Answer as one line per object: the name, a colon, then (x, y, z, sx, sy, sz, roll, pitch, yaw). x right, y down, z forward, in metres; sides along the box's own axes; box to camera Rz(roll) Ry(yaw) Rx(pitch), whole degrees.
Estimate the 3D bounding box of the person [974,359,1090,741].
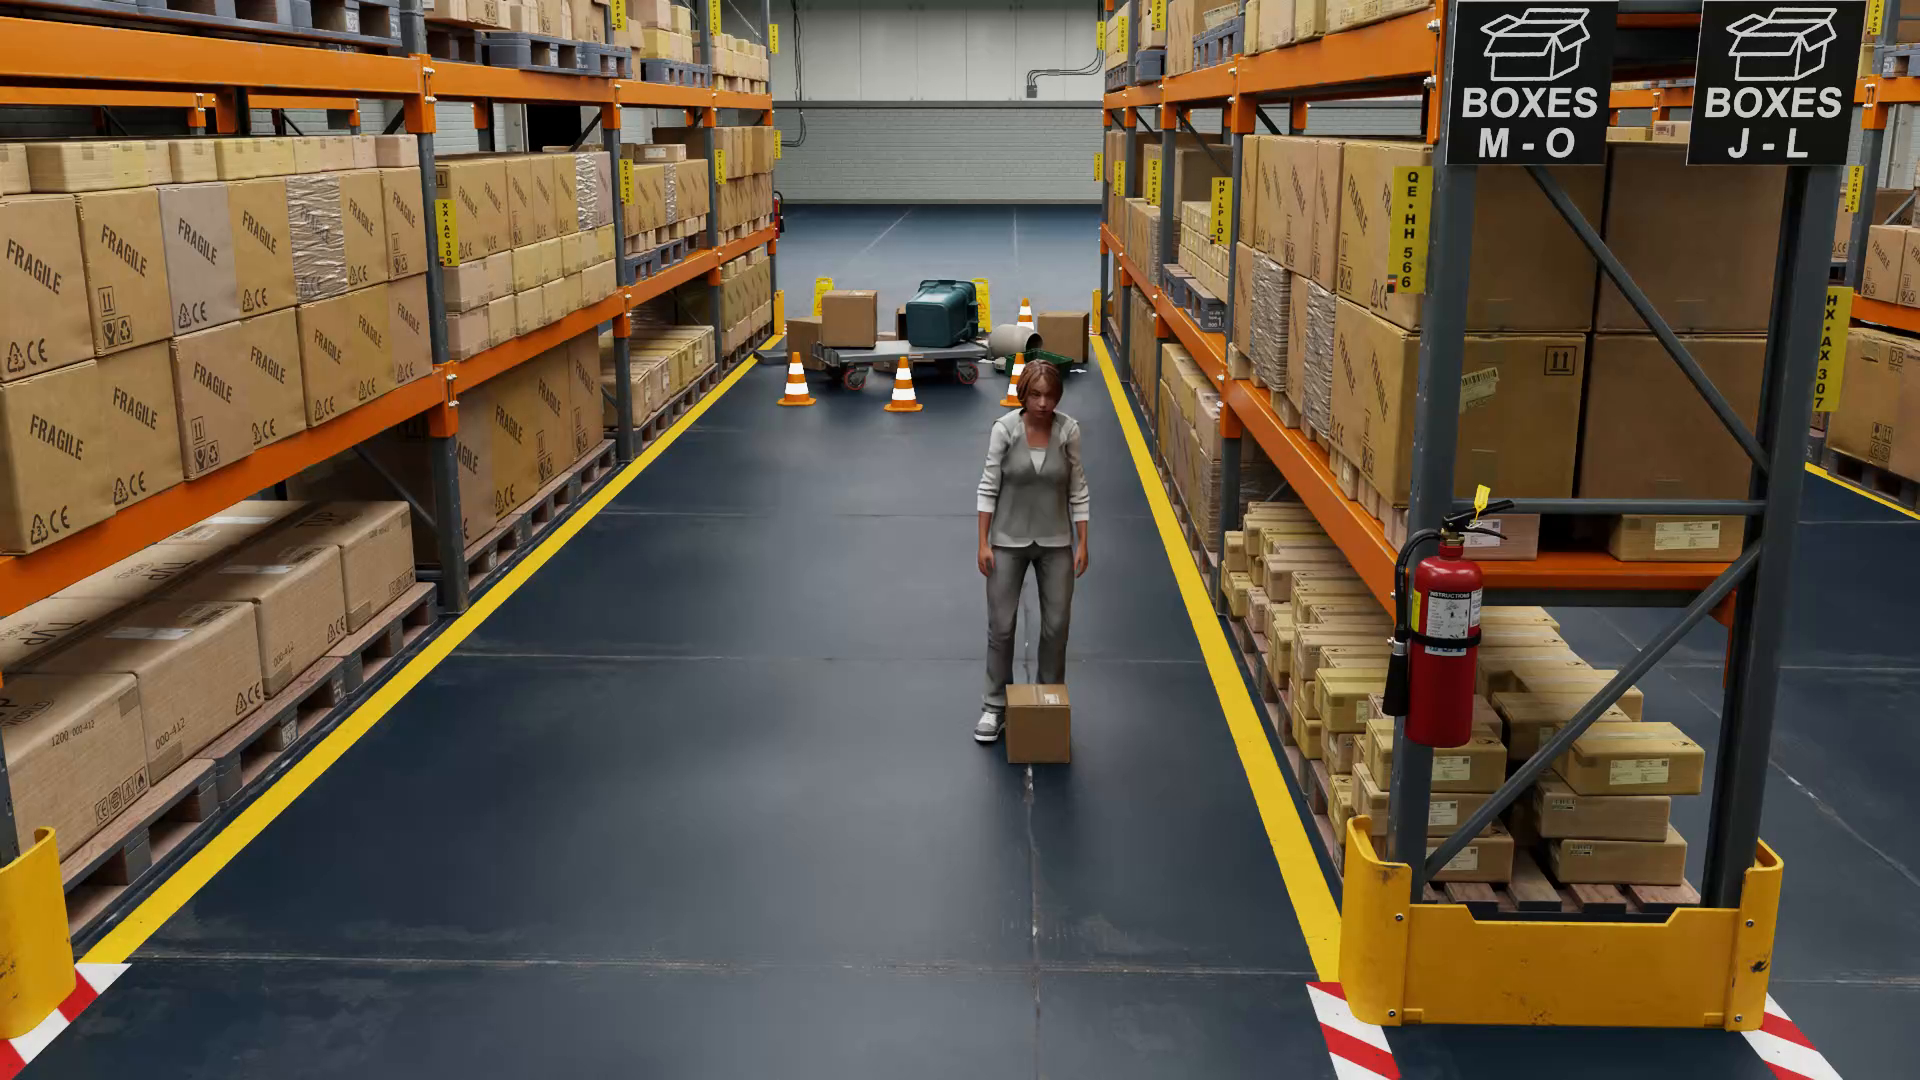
person: (0.297, 0.041, 6.863, 0.479, 1.593, 0.342, -1, 14, -2)
